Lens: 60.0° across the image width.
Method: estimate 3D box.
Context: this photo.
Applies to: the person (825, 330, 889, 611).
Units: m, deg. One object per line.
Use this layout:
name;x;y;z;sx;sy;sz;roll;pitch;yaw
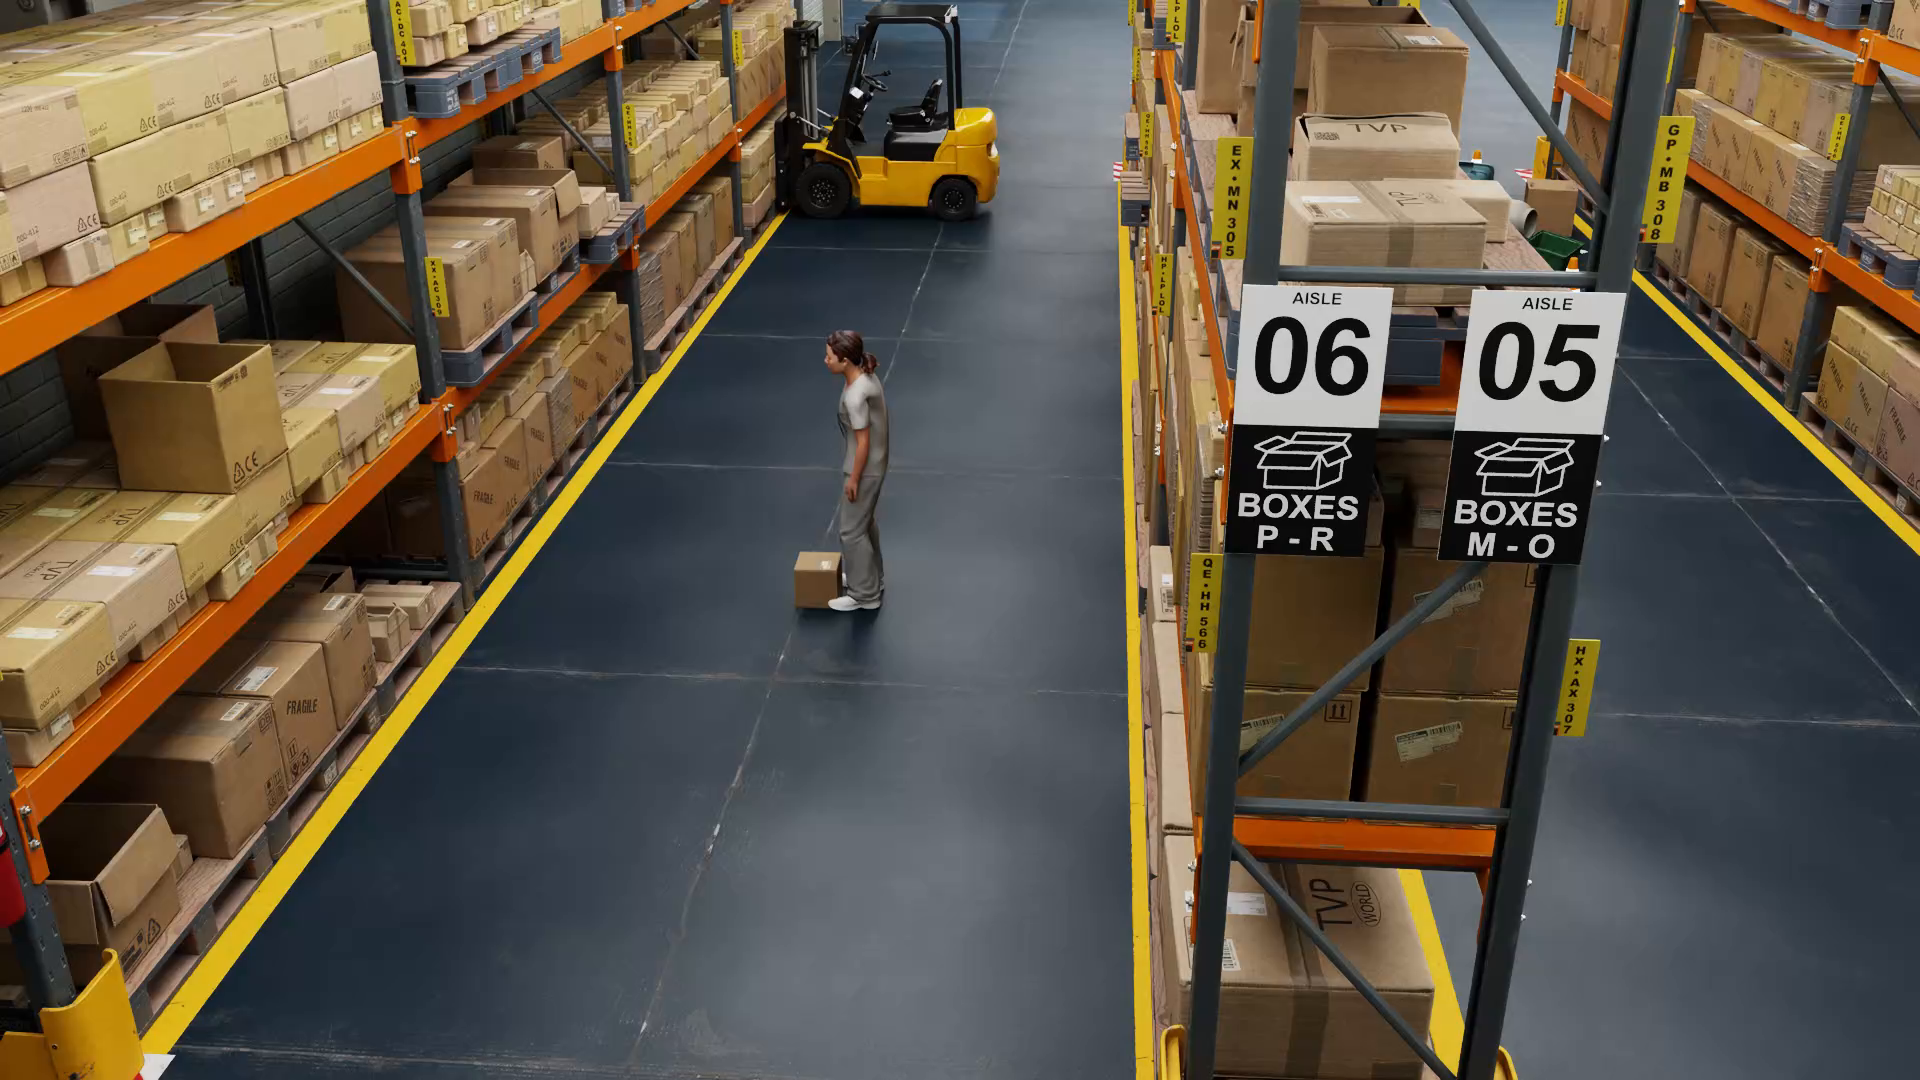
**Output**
person;-0.586;-0.403;9.495;0.368;1.665;0.503;1;25;1
